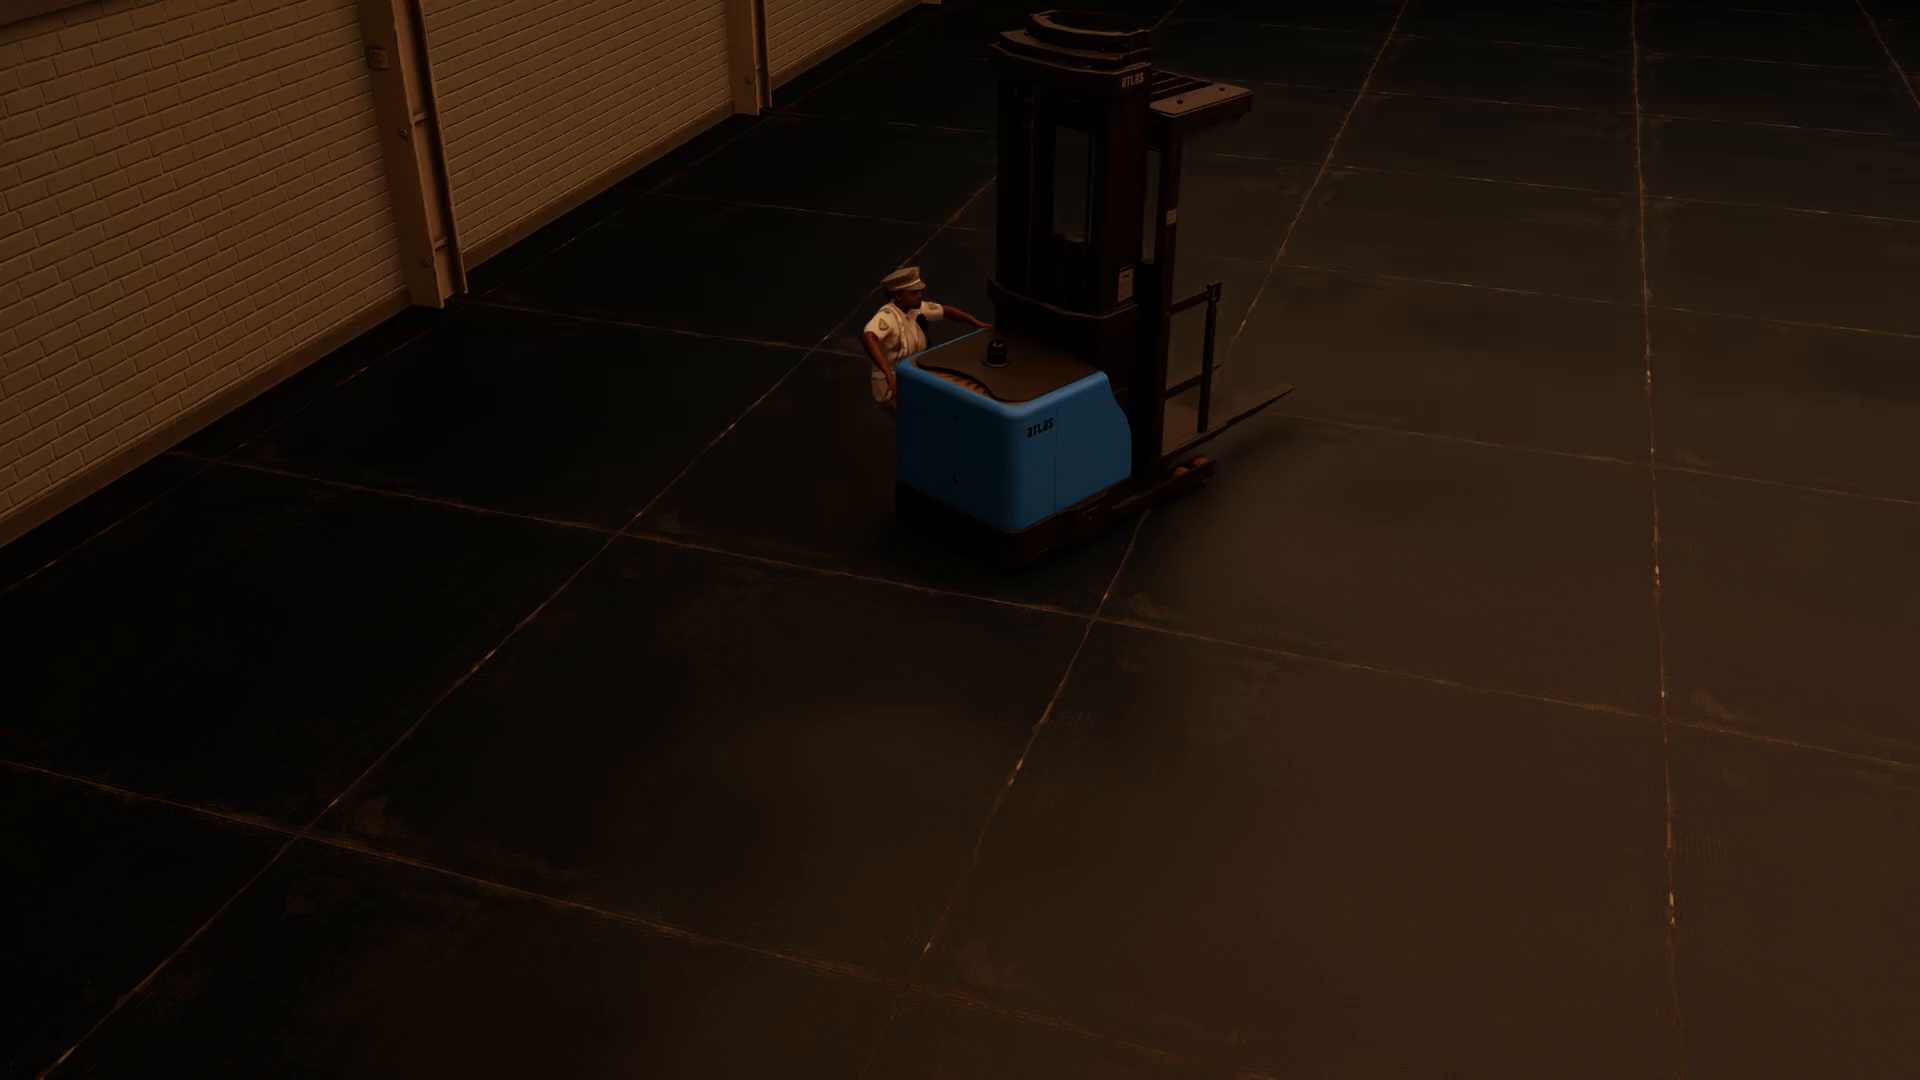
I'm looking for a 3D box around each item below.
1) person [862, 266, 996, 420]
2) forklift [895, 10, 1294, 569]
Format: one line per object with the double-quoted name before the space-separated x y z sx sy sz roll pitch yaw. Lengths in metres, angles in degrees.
"person" -0.170 -0.937 10.251 0.813 1.463 1.020 13 32 22
"forklift" 1.006 -1.734 10.178 3.031 2.935 1.130 -26 39 -38
